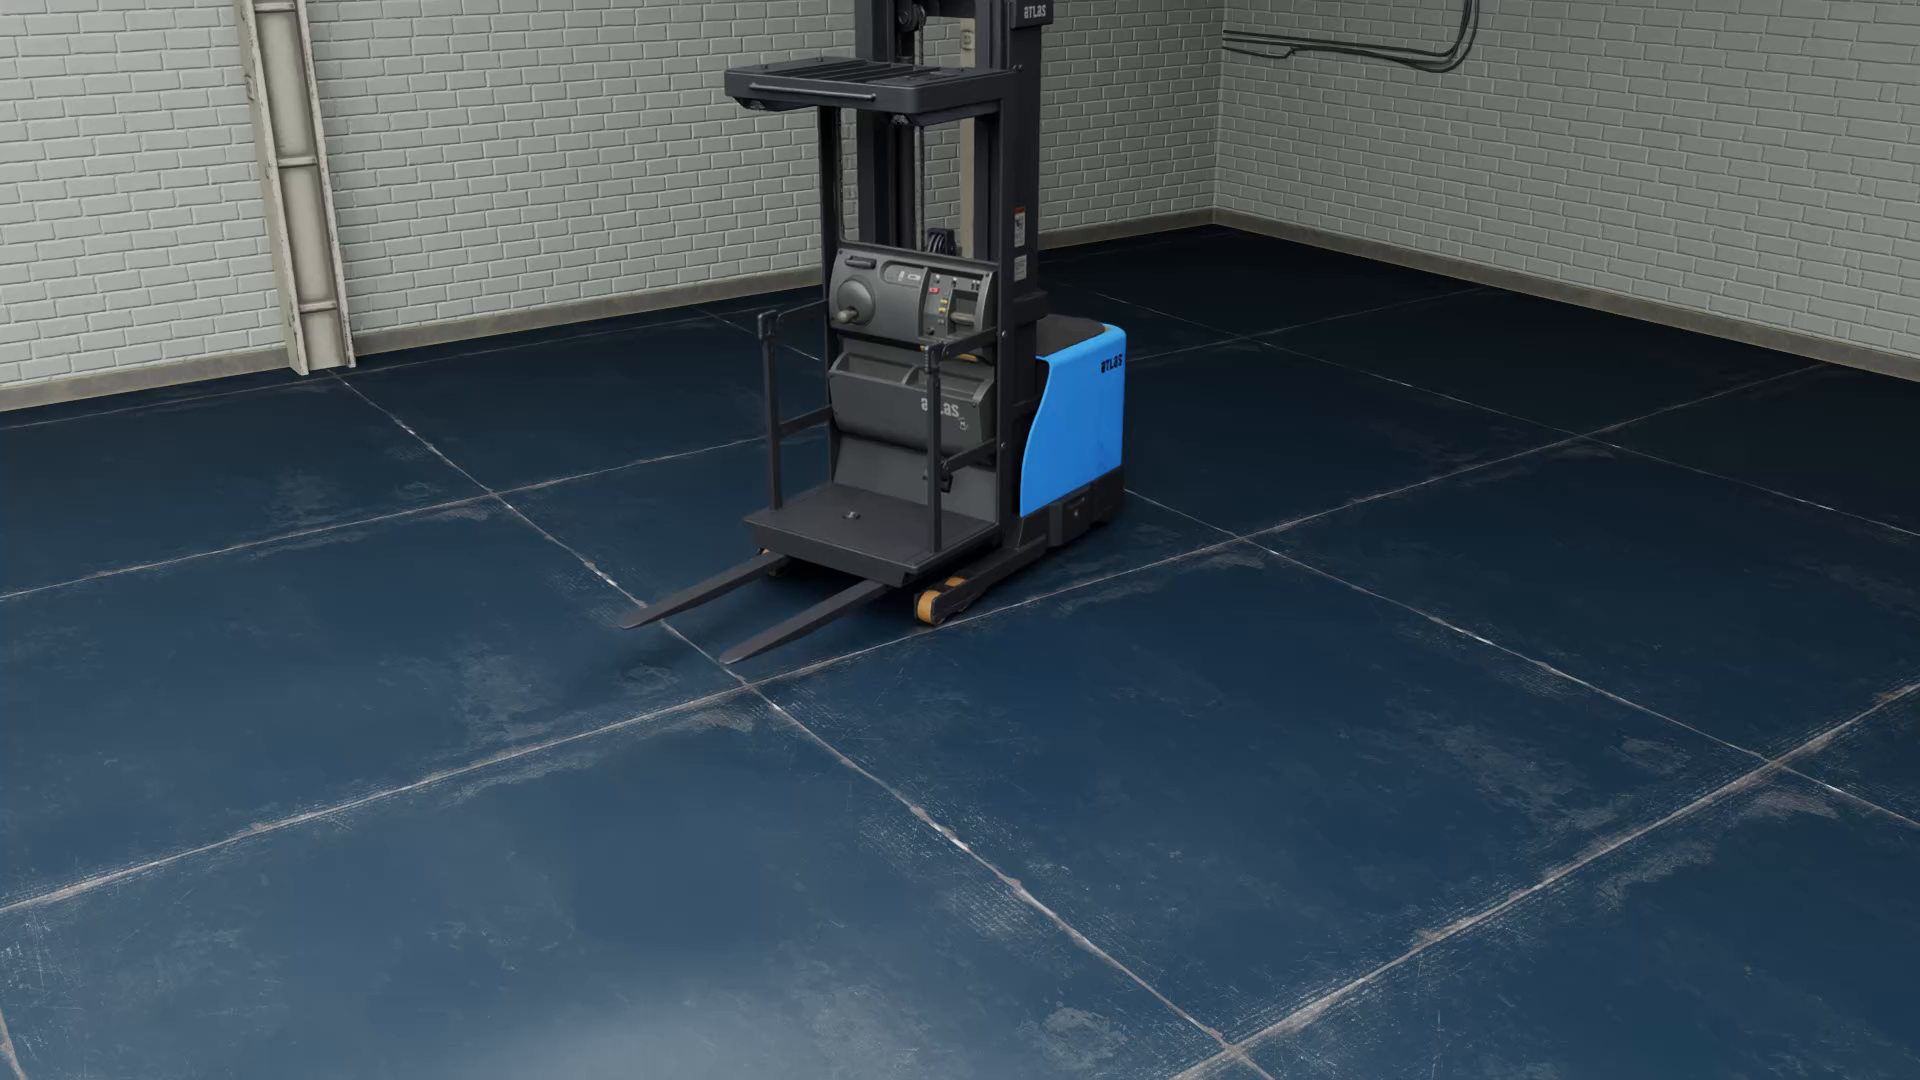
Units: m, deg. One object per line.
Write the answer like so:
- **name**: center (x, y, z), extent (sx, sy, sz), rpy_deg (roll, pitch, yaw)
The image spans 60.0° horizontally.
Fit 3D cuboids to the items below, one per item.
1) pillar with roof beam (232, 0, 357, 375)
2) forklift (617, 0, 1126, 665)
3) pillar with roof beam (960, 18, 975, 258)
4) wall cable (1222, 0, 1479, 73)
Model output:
- **pillar with roof beam**: center (-2.105, -4.146, 7.144), extent (0.400, 9.000, 9.100), rpy_deg (-15, 26, -33)
- **forklift**: center (-0.366, -1.161, 7.851), extent (1.130, 2.935, 3.031), rpy_deg (15, 26, 33)
- **pillar with roof beam**: center (2.765, -5.444, 10.398), extent (0.400, 9.000, 9.100), rpy_deg (-15, 26, -33)
- **wall cable**: center (3.415, -5.537, 14.820), extent (0.112, 2.526, 3.097), rpy_deg (-15, 26, -33)
